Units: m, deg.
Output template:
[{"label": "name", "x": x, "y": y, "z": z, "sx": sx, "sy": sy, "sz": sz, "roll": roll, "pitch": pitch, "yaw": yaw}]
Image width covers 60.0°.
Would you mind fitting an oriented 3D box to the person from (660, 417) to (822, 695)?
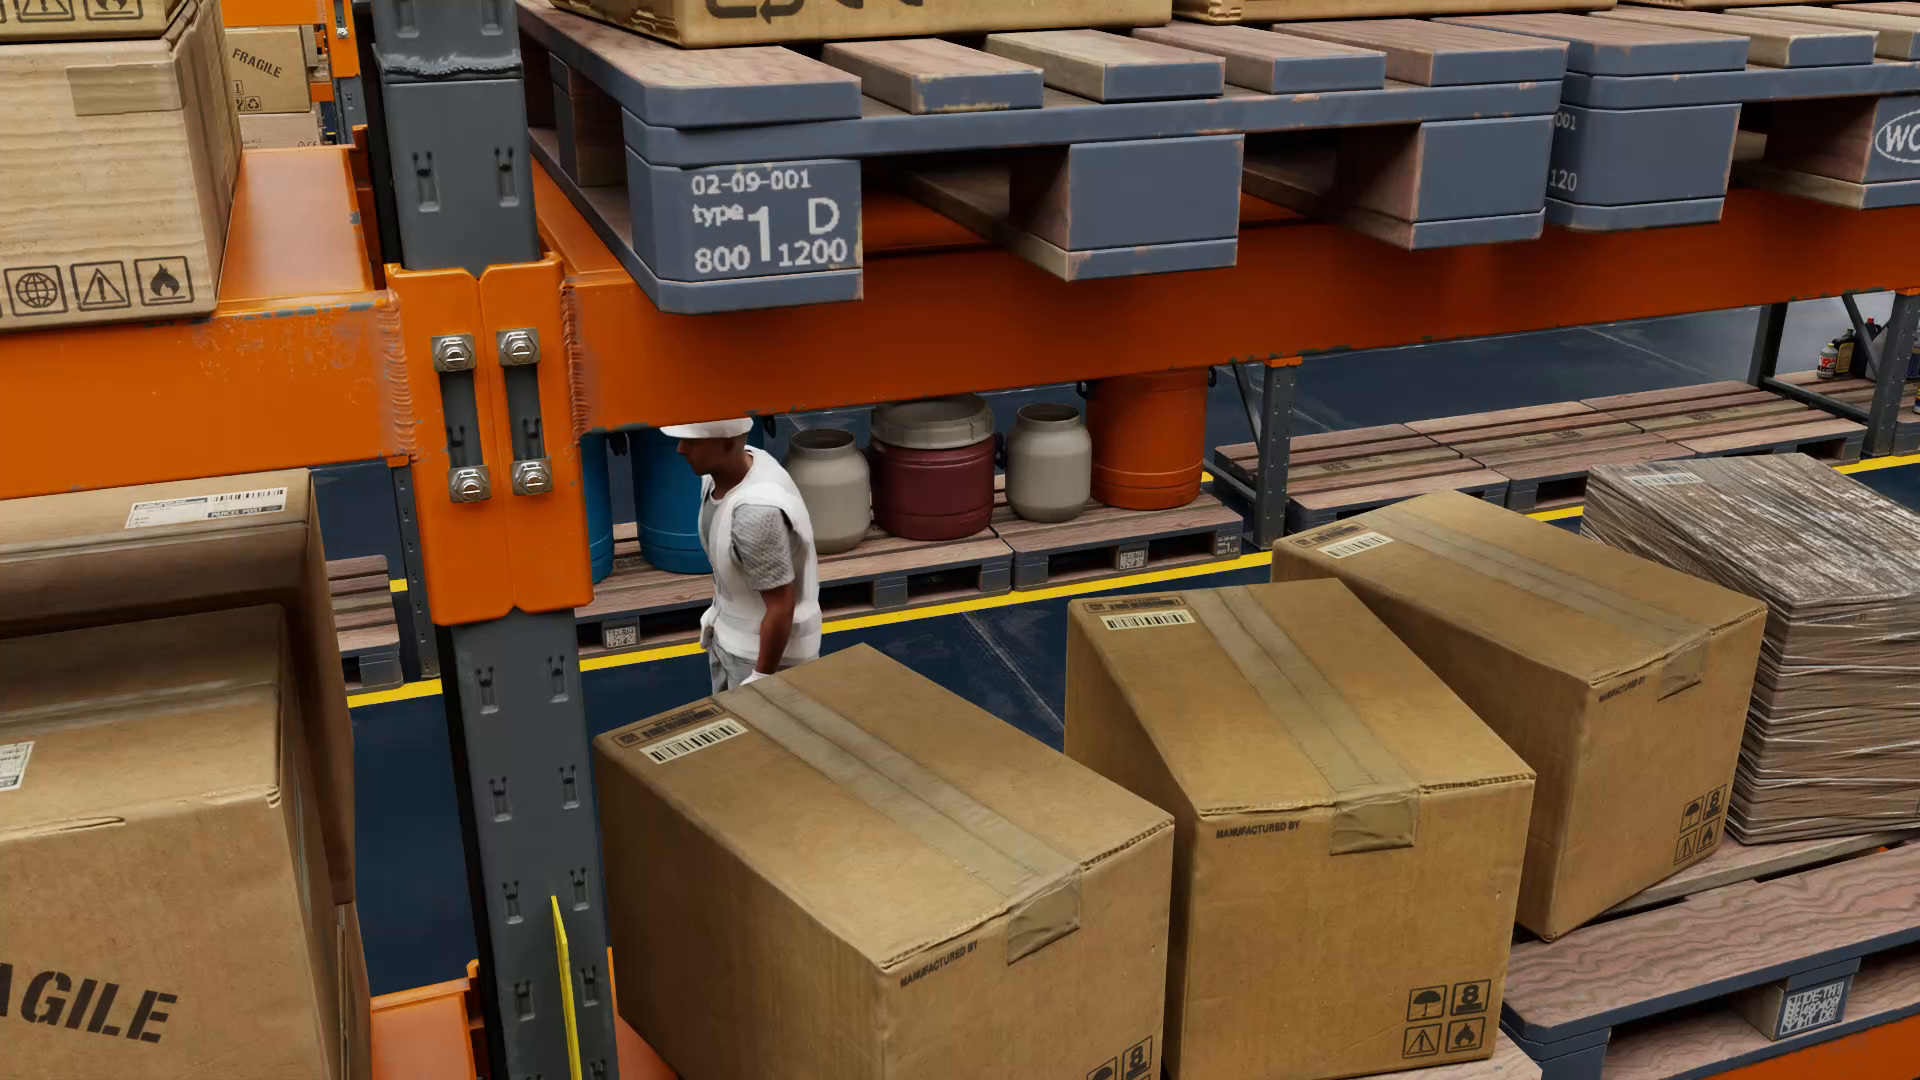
[{"label": "person", "x": -0.676, "y": 0.337, "z": 5.255, "sx": 0.447, "sy": 1.775, "sz": 0.616, "roll": -8, "pitch": 24, "yaw": -19}]
